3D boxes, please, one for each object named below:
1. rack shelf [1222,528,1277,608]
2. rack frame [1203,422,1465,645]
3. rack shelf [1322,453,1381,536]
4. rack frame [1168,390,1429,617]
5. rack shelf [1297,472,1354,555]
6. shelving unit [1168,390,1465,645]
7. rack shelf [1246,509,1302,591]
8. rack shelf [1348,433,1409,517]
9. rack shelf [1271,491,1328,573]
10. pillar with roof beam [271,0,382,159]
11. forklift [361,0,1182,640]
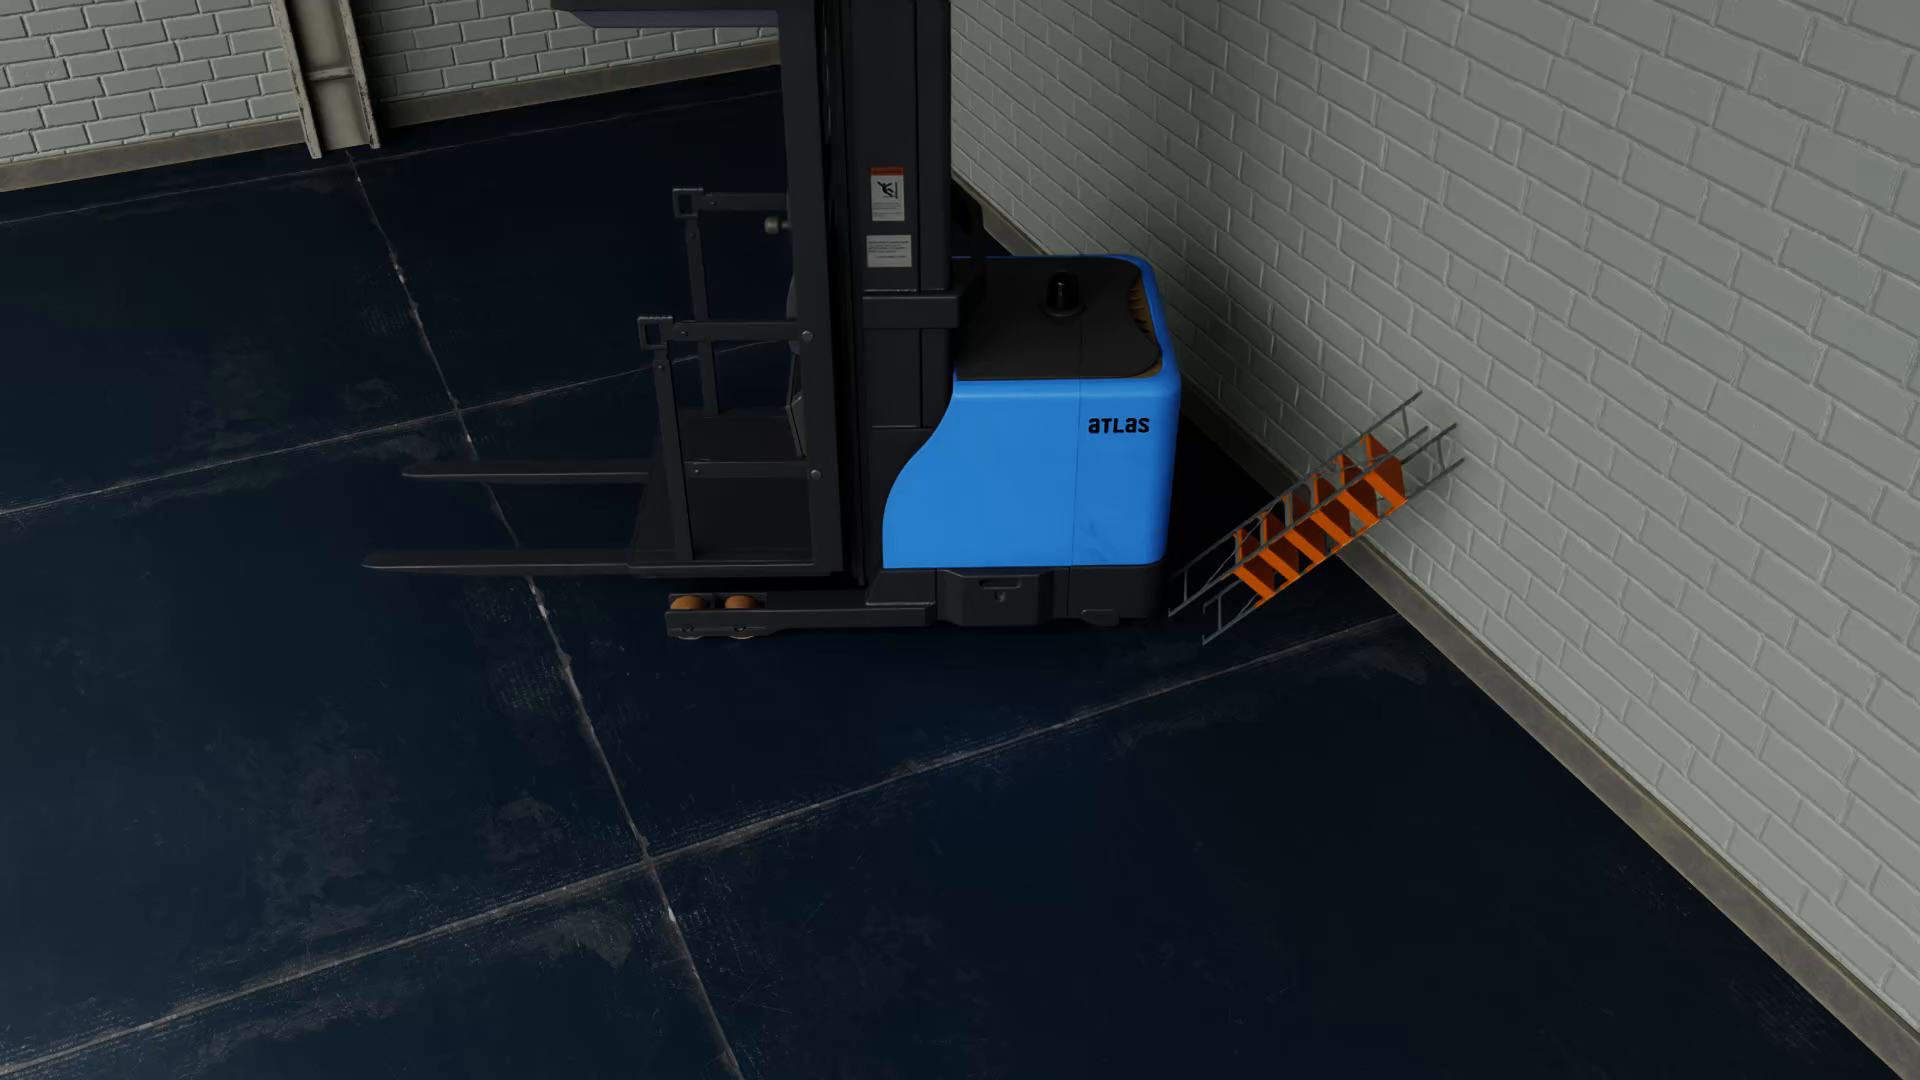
[{"bbox_3d":[1.062,0.094,6.116,0.180,0.103,0.258,38,33,-19],"label":"rack shelf"},{"bbox_3d":[1.317,-0.008,5.997,0.006,1.200,0.240,38,33,-19],"label":"rack frame"},{"bbox_3d":[1.377,-0.168,5.865,0.180,0.103,0.258,38,33,-19],"label":"rack shelf"},{"bbox_3d":[1.180,-0.114,5.938,0.006,1.200,0.240,38,33,-19],"label":"rack frame"},{"bbox_3d":[1.298,-0.103,5.928,0.180,0.103,0.258,38,33,-19],"label":"rack shelf"},{"bbox_3d":[1.248,-0.061,5.967,0.189,1.200,0.258,38,33,-19],"label":"shelving unit"},{"bbox_3d":[1.141,0.029,6.053,0.180,0.103,0.258,38,33,-19],"label":"rack shelf"},{"bbox_3d":[1.455,-0.234,5.803,0.180,0.103,0.258,38,33,-19],"label":"rack shelf"},{"bbox_3d":[1.219,-0.037,5.991,0.180,0.103,0.258,38,33,-19],"label":"rack shelf"},{"bbox_3d":[-1.860,-3.665,4.137,0.400,9.000,9.100,-16,39,-20],"label":"pillar with roof beam"},{"bbox_3d":[-0.745,-1.121,5.801,3.031,2.935,1.130,-1,37,-1],"label":"forklift"}]
